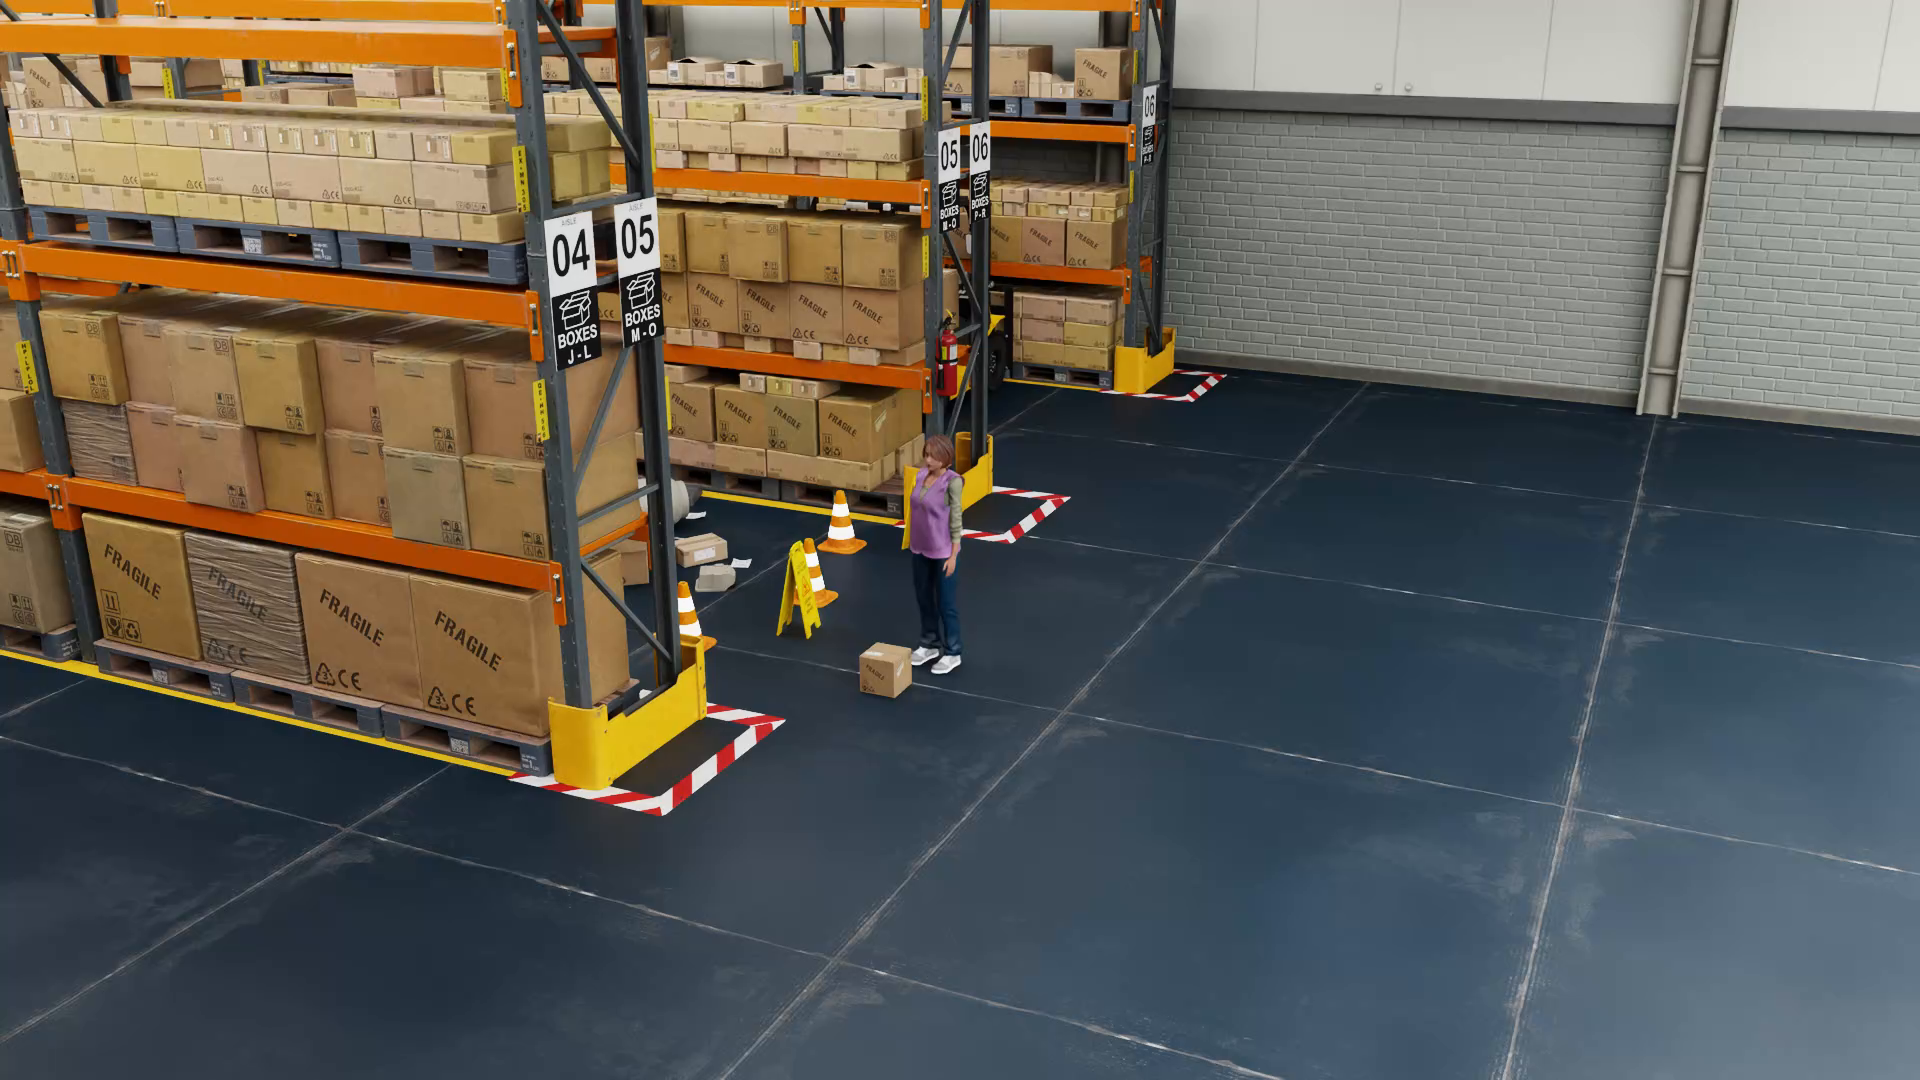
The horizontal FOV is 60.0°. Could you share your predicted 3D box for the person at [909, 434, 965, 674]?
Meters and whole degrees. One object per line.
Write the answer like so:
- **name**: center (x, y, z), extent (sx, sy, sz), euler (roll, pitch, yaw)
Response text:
- **person**: center (-0.150, 0.086, 10.839), extent (0.404, 1.600, 0.307), euler (17, 25, 40)
